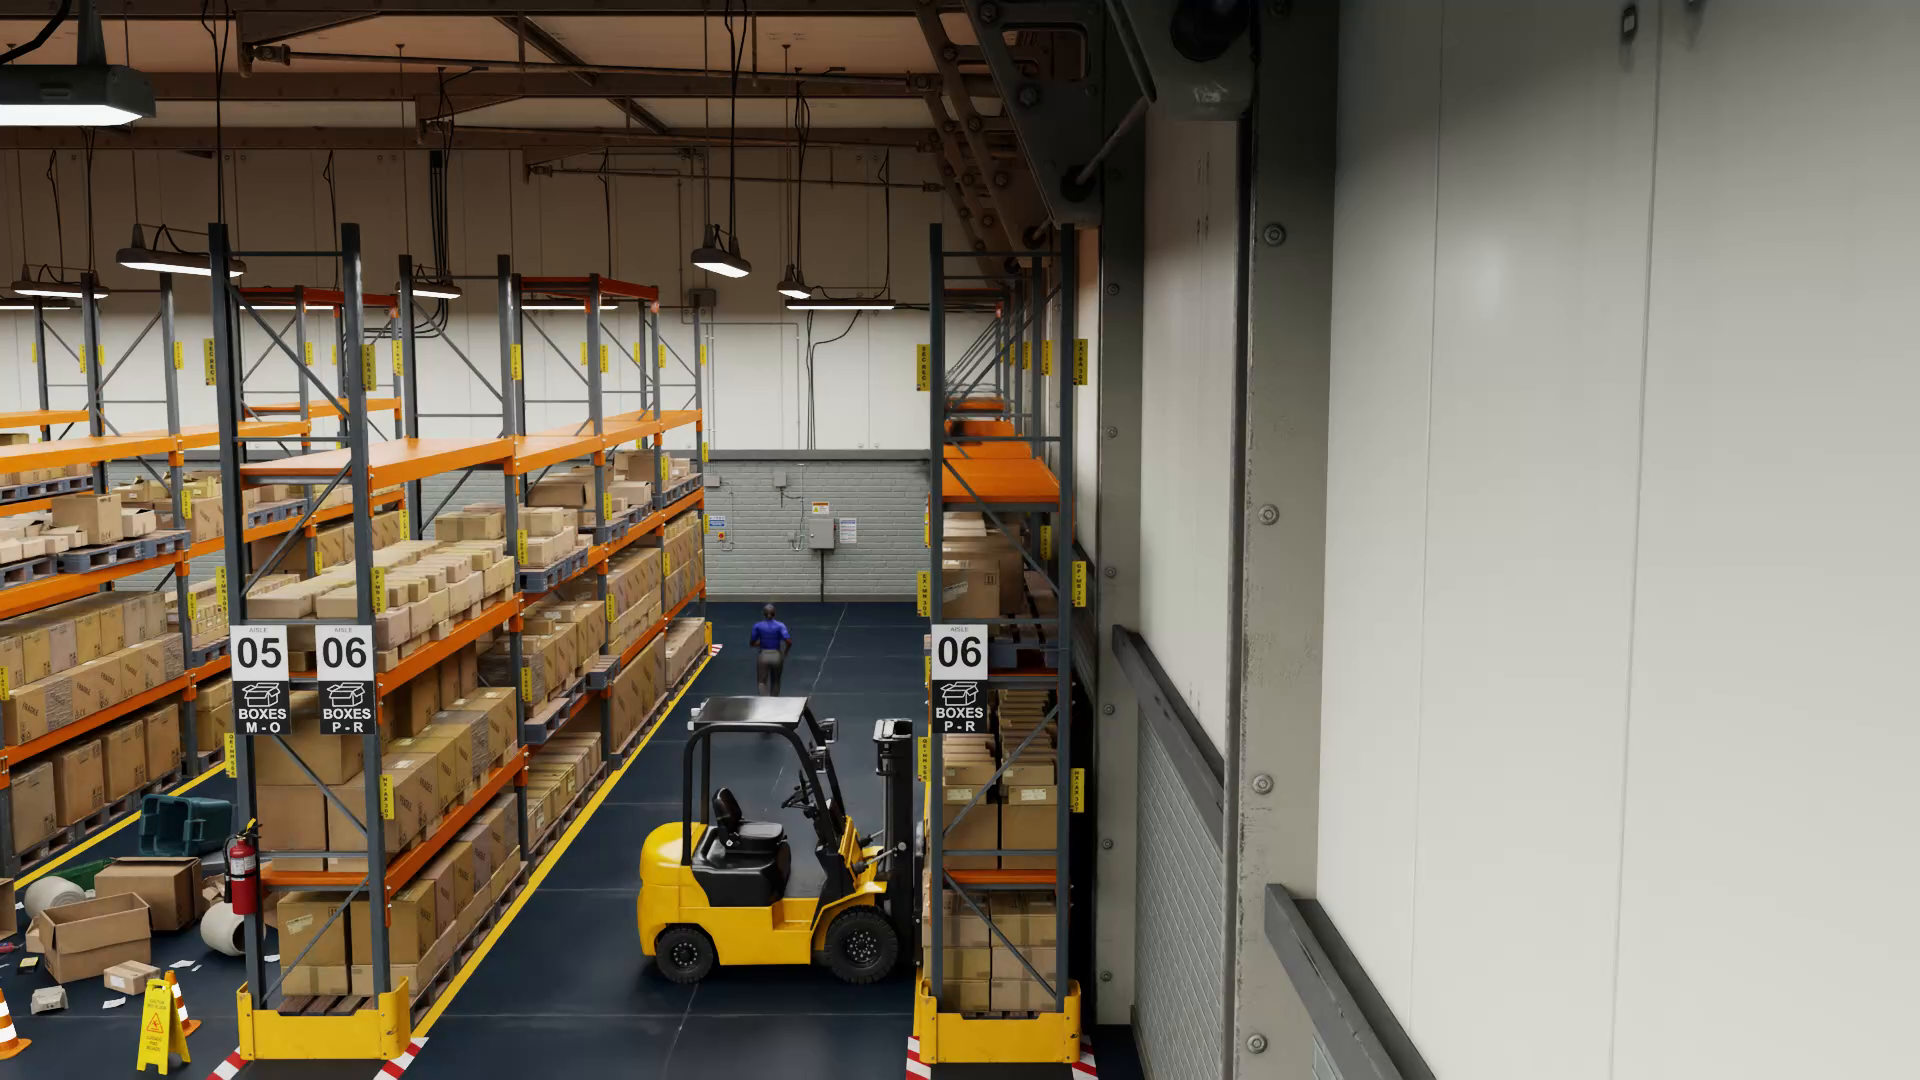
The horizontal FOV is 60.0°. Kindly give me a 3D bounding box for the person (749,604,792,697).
[{"bbox_3d":[-2.626,1.677,23.067,0.584,1.612,0.720,-1,7,-6],"label":"person"}]
